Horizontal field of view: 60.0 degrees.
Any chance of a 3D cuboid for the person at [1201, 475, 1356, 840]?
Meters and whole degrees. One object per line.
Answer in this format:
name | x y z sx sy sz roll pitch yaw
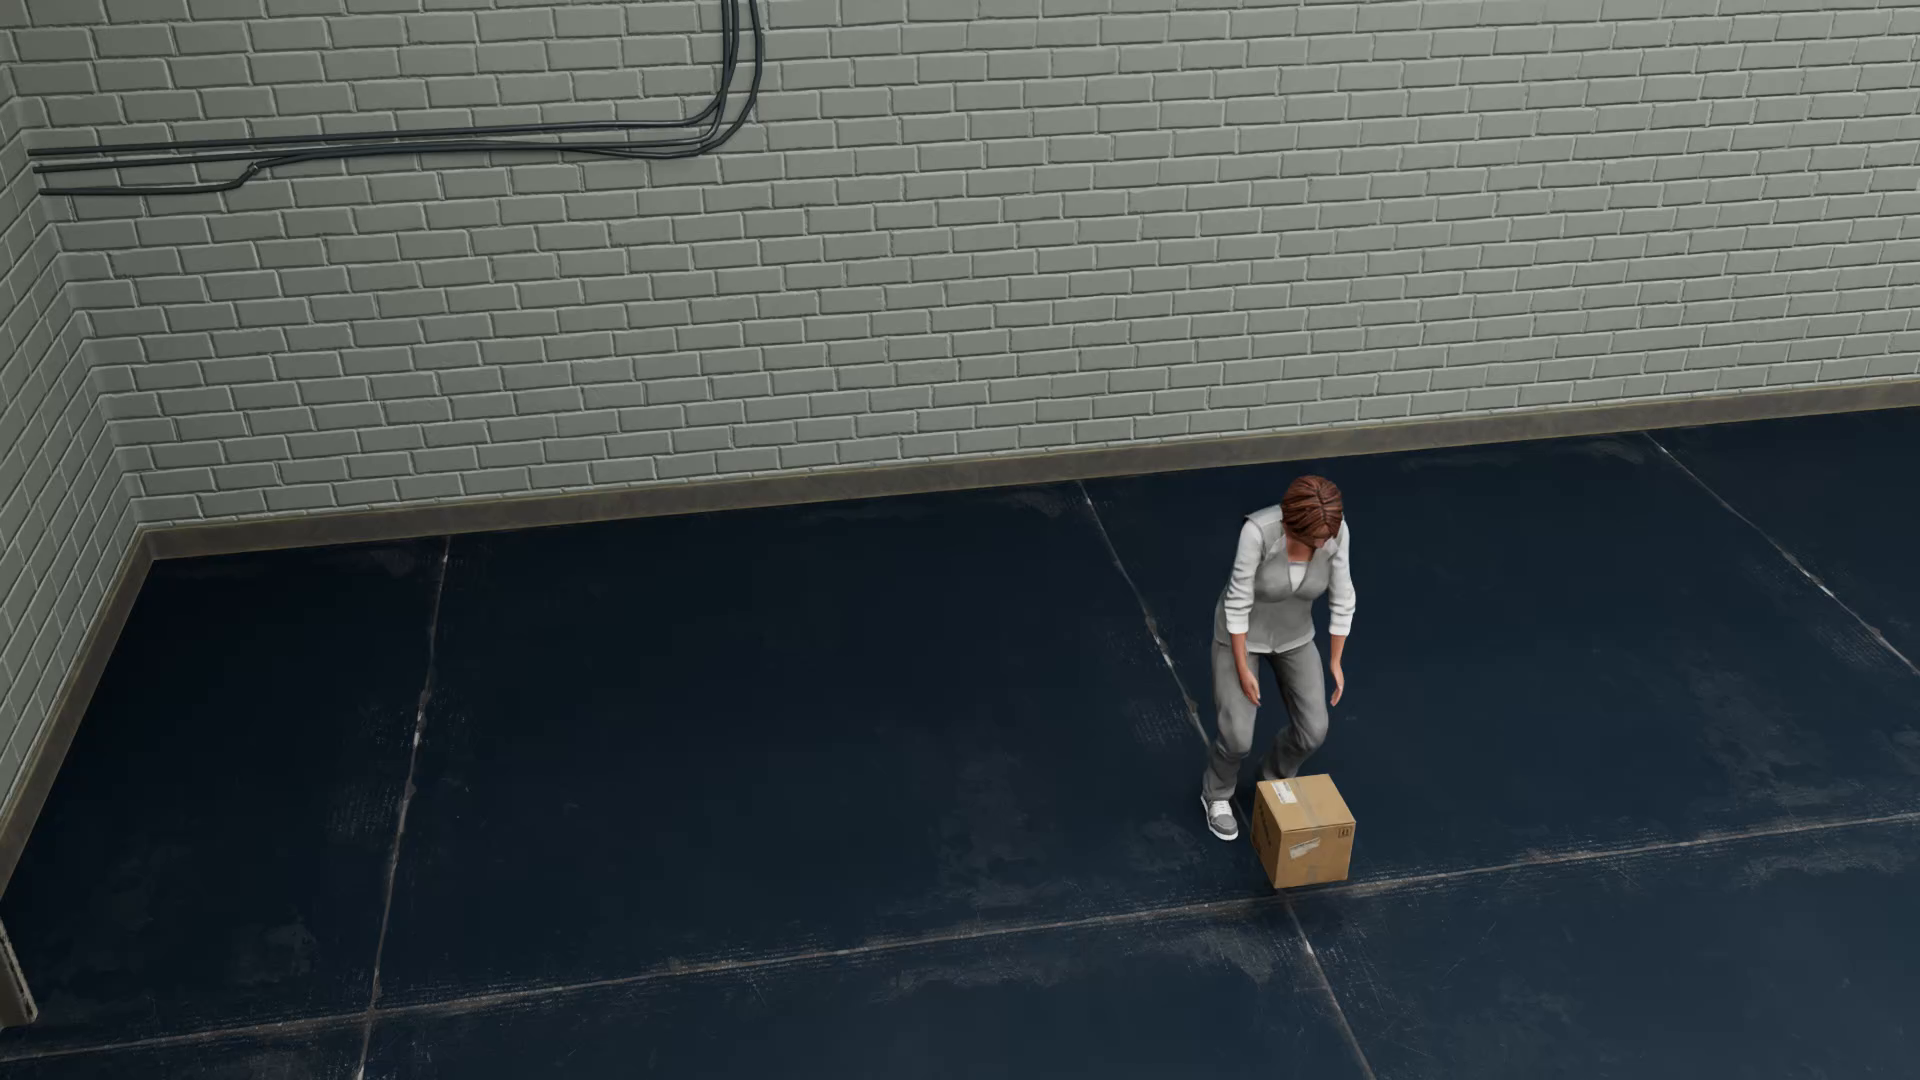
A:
person | 1.084 0.376 5.641 0.447 1.482 0.497 -5 31 -8
